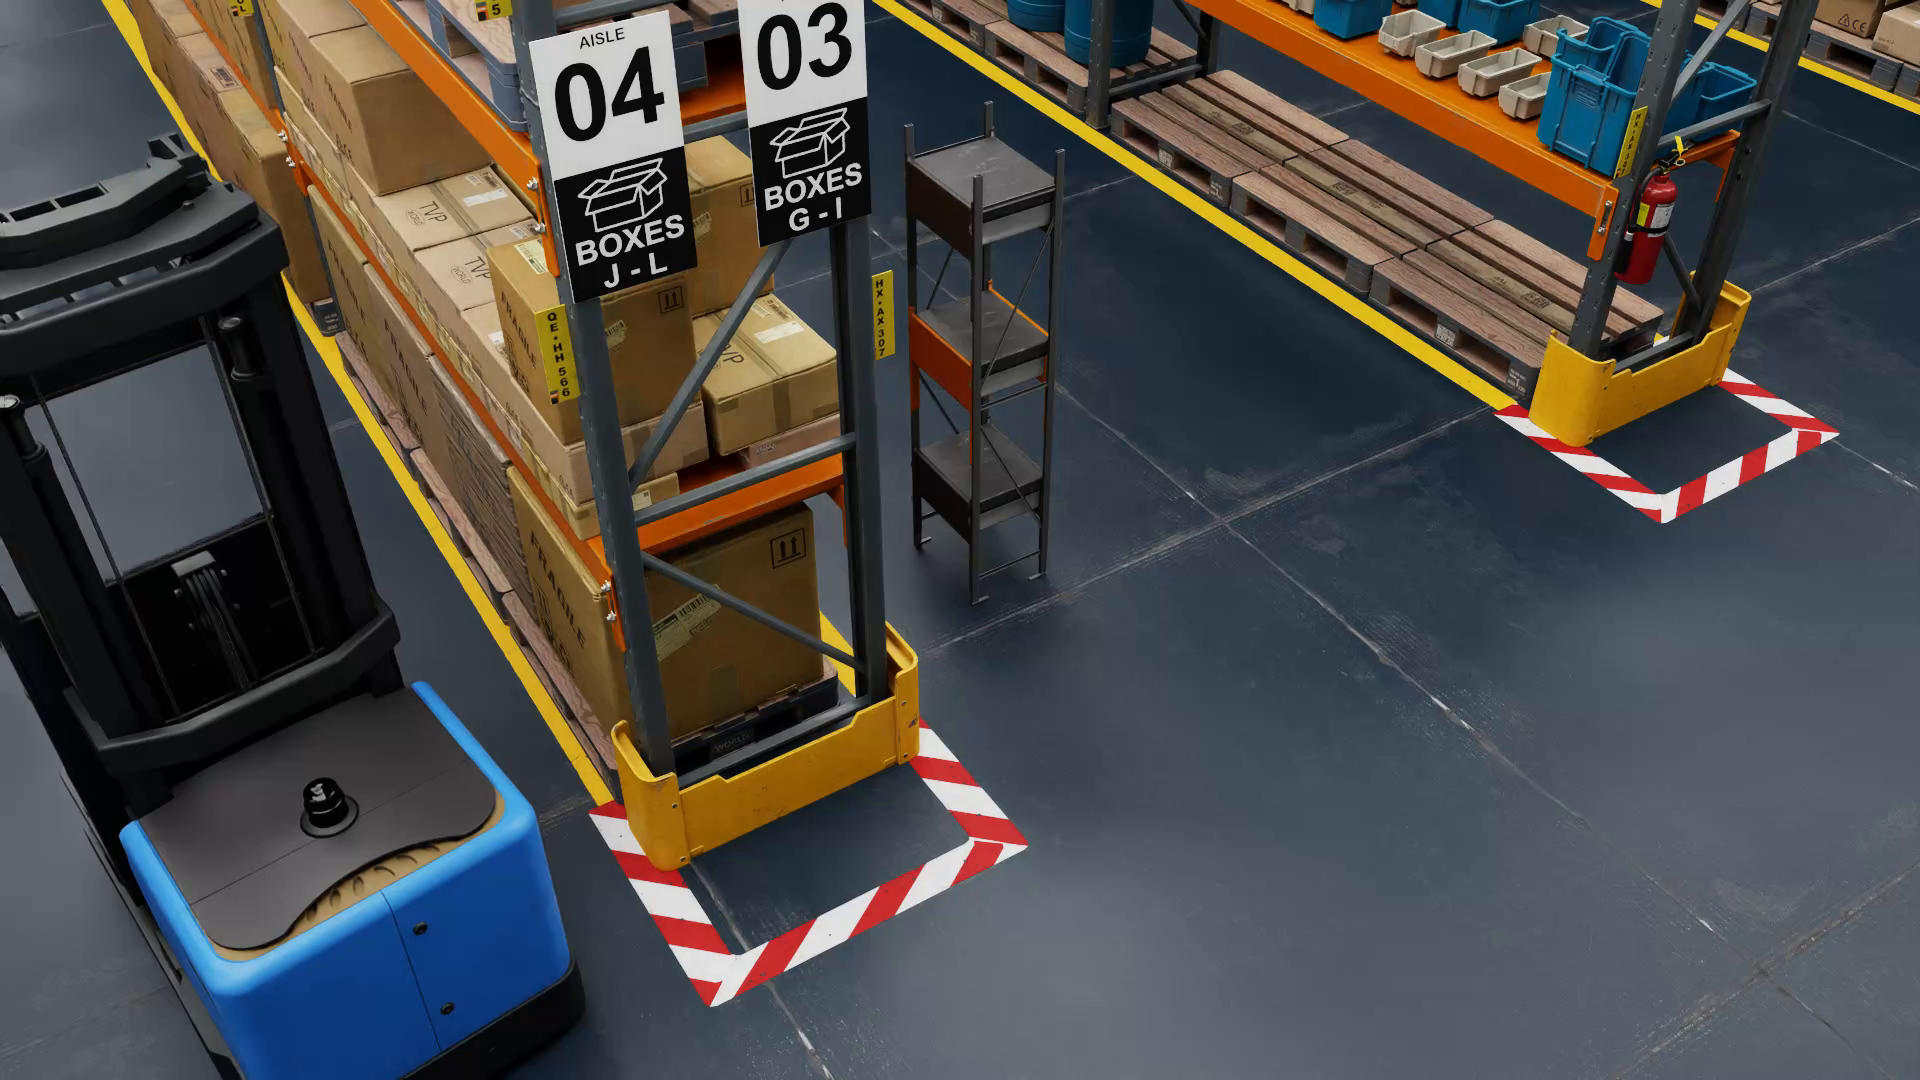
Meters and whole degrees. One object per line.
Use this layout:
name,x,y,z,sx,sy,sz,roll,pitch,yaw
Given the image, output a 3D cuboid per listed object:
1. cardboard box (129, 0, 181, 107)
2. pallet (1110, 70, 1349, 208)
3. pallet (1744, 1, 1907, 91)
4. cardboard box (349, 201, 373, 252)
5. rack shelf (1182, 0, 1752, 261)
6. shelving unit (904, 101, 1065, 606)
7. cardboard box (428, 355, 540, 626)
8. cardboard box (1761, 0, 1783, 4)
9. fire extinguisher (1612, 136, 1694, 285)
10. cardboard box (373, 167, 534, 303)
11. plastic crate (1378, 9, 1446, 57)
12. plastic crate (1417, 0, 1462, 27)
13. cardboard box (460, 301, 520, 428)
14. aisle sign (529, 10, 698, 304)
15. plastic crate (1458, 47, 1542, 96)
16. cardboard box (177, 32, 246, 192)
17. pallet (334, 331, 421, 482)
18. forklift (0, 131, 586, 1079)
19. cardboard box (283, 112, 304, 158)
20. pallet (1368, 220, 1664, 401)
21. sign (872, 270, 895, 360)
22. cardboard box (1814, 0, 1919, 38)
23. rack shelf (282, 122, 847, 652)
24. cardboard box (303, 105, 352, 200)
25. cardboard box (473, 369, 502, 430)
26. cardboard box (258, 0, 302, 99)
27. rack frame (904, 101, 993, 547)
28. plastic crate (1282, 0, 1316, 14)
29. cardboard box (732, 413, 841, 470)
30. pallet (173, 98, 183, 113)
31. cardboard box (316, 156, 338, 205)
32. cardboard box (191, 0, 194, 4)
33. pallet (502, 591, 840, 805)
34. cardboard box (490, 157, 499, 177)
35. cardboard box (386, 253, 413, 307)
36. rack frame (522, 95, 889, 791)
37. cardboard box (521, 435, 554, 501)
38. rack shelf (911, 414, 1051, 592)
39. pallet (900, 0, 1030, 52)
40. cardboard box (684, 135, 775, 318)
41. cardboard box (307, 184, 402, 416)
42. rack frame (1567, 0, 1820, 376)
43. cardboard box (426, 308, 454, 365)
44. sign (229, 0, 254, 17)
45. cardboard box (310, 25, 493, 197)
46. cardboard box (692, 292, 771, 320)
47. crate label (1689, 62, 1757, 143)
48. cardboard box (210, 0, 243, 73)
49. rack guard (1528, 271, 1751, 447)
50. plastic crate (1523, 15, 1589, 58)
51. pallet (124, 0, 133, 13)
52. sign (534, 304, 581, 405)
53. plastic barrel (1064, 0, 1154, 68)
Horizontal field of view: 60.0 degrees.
cardboard box,-4.684,-3.480,10.915,1.225,0.875,0.875,-24,46,-26
pallet,1.717,-2.606,10.712,1.003,0.211,1.213,-22,45,-24
pallet,6.496,-3.662,11.980,1.003,0.211,1.213,-22,45,-24
cardboard box,-2.444,-1.422,7.310,0.380,0.149,0.250,-23,45,-25
rack shelf,2.364,-2.705,9.215,1.077,0.370,4.000,-22,45,-24
shelving unit,0.089,-0.717,6.971,0.431,2.100,0.503,-22,45,-24
cardboard box,-1.637,-0.351,7.160,0.875,0.875,0.875,-22,45,-24
cardboard box,5.984,-4.080,12.173,0.380,0.166,0.250,-22,45,-24
fire extinguisher,3.138,-1.491,7.548,0.296,0.674,0.183,-22,45,-24
cardboard box,-2.050,-1.252,6.794,0.500,0.250,0.500,-22,45,-24
plastic crate,2.360,-2.658,8.756,0.298,0.136,0.250,-22,45,-24
plastic crate,2.715,-2.980,9.067,0.416,0.233,0.300,-22,45,-24
cardboard box,-1.493,-0.698,6.129,0.500,0.250,0.500,-23,45,-25
aisle sign,-0.950,-1.054,4.640,0.394,0.787,0.004,-22,45,-24
plastic crate,2.705,-2.363,8.401,0.396,0.136,0.243,-22,45,-24
cardboard box,-3.729,-2.522,9.765,1.225,0.875,0.875,-24,45,-26
pallet,-2.544,-0.847,8.602,1.003,0.211,1.213,-22,45,-24
forklift,-2.623,0.013,5.445,1.130,2.935,3.031,-28,48,-30
cardboard box,-3.008,-1.985,7.986,0.380,0.149,0.250,-22,45,-24
pallet,3.029,-1.289,9.132,1.003,0.211,1.213,-22,45,-24
sign,-0.265,-0.748,5.566,0.100,0.325,0.005,-22,45,-24
cardboard box,6.482,-3.961,11.767,0.797,0.503,0.637,-22,45,-24
rack shelf,-1.812,-1.000,7.169,1.077,0.370,4.000,-22,45,-24
cardboard box,-2.592,-1.799,7.450,0.500,0.250,0.500,-22,45,-25
cardboard box,-1.615,-0.591,6.312,0.380,0.149,0.250,-21,44,-24
cardboard box,-2.845,-2.354,7.531,0.500,0.500,0.500,-22,45,-24
rack frame,-0.042,-0.849,7.129,0.400,2.100,0.015,-22,45,-24
plastic crate,1.955,-3.151,9.234,0.437,0.282,0.530,-22,45,-24
cardboard box,-0.649,-0.406,6.090,0.380,0.149,0.250,-22,44,-24
pallet,-4.677,-2.992,11.176,1.003,0.211,1.213,-22,45,-24
cardboard box,-2.725,-1.701,7.645,0.380,0.149,0.250,-21,44,-23
cardboard box,-4.181,-3.374,9.378,0.500,0.500,0.500,-22,45,-24
pallet,-1.232,0.470,7.021,1.003,0.211,1.213,-22,45,-24
cardboard box,-1.873,-1.711,7.345,0.500,0.250,0.500,-21,44,-24
cardboard box,-2.169,-1.144,6.976,0.380,0.149,0.250,-24,45,-26
rack frame,-0.736,-0.197,5.643,1.000,3.000,0.127,-22,45,-24
cardboard box,-1.346,-0.319,5.986,0.380,0.149,0.250,-22,44,-24
rack shelf,0.089,-0.169,7.427,0.431,0.518,0.480,-22,45,-24
pallet,0.249,-4.079,12.481,1.003,0.211,1.213,-22,45,-24
cardboard box,-1.035,-1.164,6.102,0.500,0.500,0.500,-23,45,-25
cardboard box,-2.600,-1.317,8.319,0.875,0.875,0.875,-22,45,-24
rack frame,3.440,-1.902,7.689,1.000,3.000,0.127,-22,45,-24
cardboard box,-1.896,-0.870,6.647,0.380,0.149,0.250,-22,45,-24
sign,-3.339,-2.578,7.658,0.100,0.325,0.005,-22,45,-24
cardboard box,-2.303,-1.806,6.874,0.500,0.500,0.500,-24,45,-26
cardboard box,-1.052,-0.884,6.352,0.500,0.250,0.500,-23,45,-25
crate label,3.585,-2.107,8.019,0.416,0.233,0.303,-22,45,-24
cardboard box,-3.629,-2.822,8.716,0.500,0.500,0.500,-21,44,-23
rack guard,3.464,-0.933,8.479,1.175,0.500,0.348,-22,45,-24
plastic crate,3.117,-2.638,8.732,0.250,0.136,0.298,-22,45,-24
pallet,-6.109,-4.524,13.014,1.003,0.211,1.213,-22,45,-24
sign,-1.201,-0.553,4.982,0.100,0.325,0.005,-22,45,-24
plastic barrel,1.011,-3.715,11.177,0.600,0.901,0.708,-22,45,-24
